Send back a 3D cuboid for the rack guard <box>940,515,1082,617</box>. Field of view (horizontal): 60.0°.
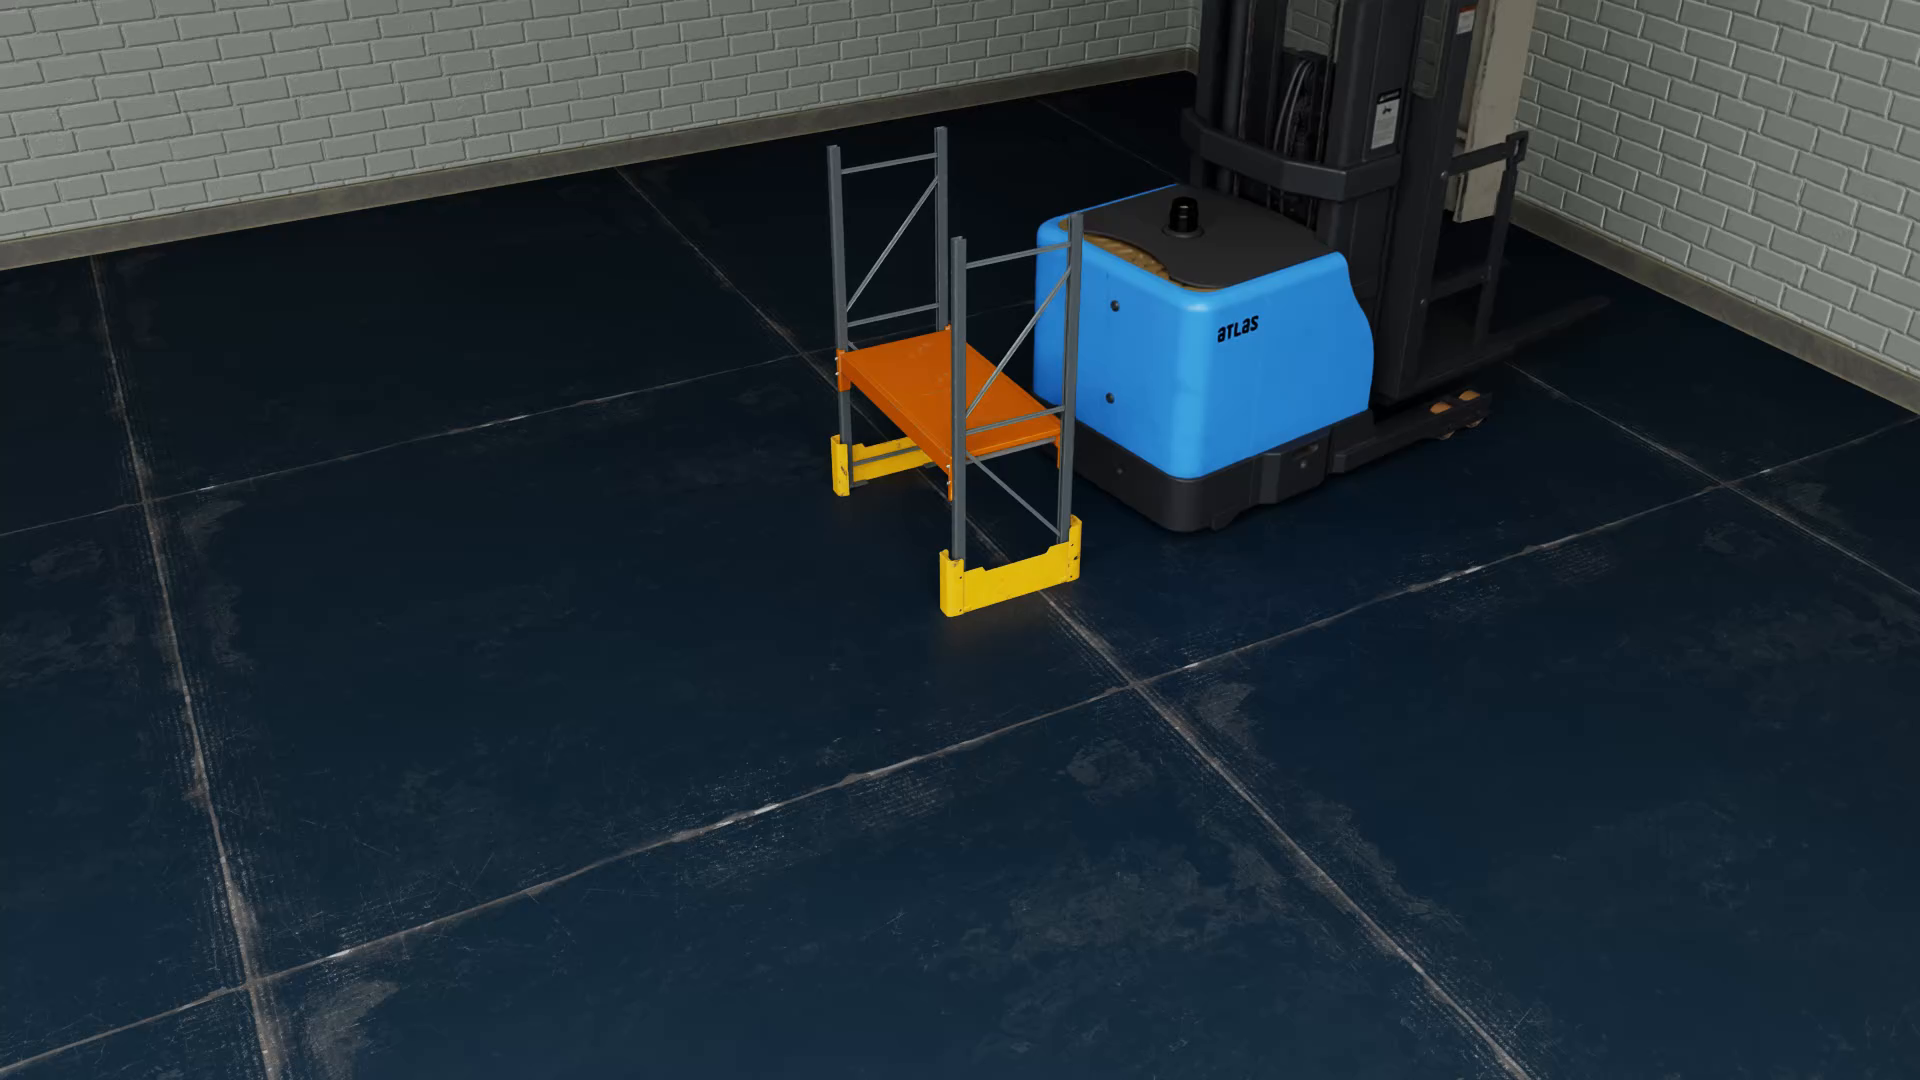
[{"bbox_3d":[0.197,0.096,6.368,0.587,0.250,0.087,-16,36,-23],"label":"rack guard"}]

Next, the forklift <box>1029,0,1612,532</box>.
[{"bbox_3d":[1.789,-1.891,6.985,3.031,2.935,1.130,-22,38,-30],"label":"forklift"}]

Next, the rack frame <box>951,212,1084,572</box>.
[{"bbox_3d":[0.197,-0.430,6.030,0.500,1.500,0.032,-16,36,-23],"label":"rack frame"}]

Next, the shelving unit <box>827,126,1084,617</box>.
[{"bbox_3d":[-0.036,-0.668,6.402,0.587,1.500,1.083,-16,36,-23],"label":"shelving unit"}]

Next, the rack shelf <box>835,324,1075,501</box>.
[{"bbox_3d":[-0.040,-0.521,6.506,0.538,0.185,1.000,-16,36,-23],"label":"rack shelf"}]

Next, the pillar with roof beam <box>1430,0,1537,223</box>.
[{"bbox_3d":[-0.884,-4.672,5.700,9.100,9.000,0.400,-16,36,-23],"label":"pillar with roof beam"}]

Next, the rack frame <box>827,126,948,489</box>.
[{"bbox_3d":[-0.277,-0.915,6.788,0.500,1.500,0.032,-16,36,-23],"label":"rack frame"}]

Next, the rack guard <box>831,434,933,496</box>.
[{"bbox_3d":[-0.268,-0.379,7.110,0.587,0.250,0.087,-16,36,-23],"label":"rack guard"}]
